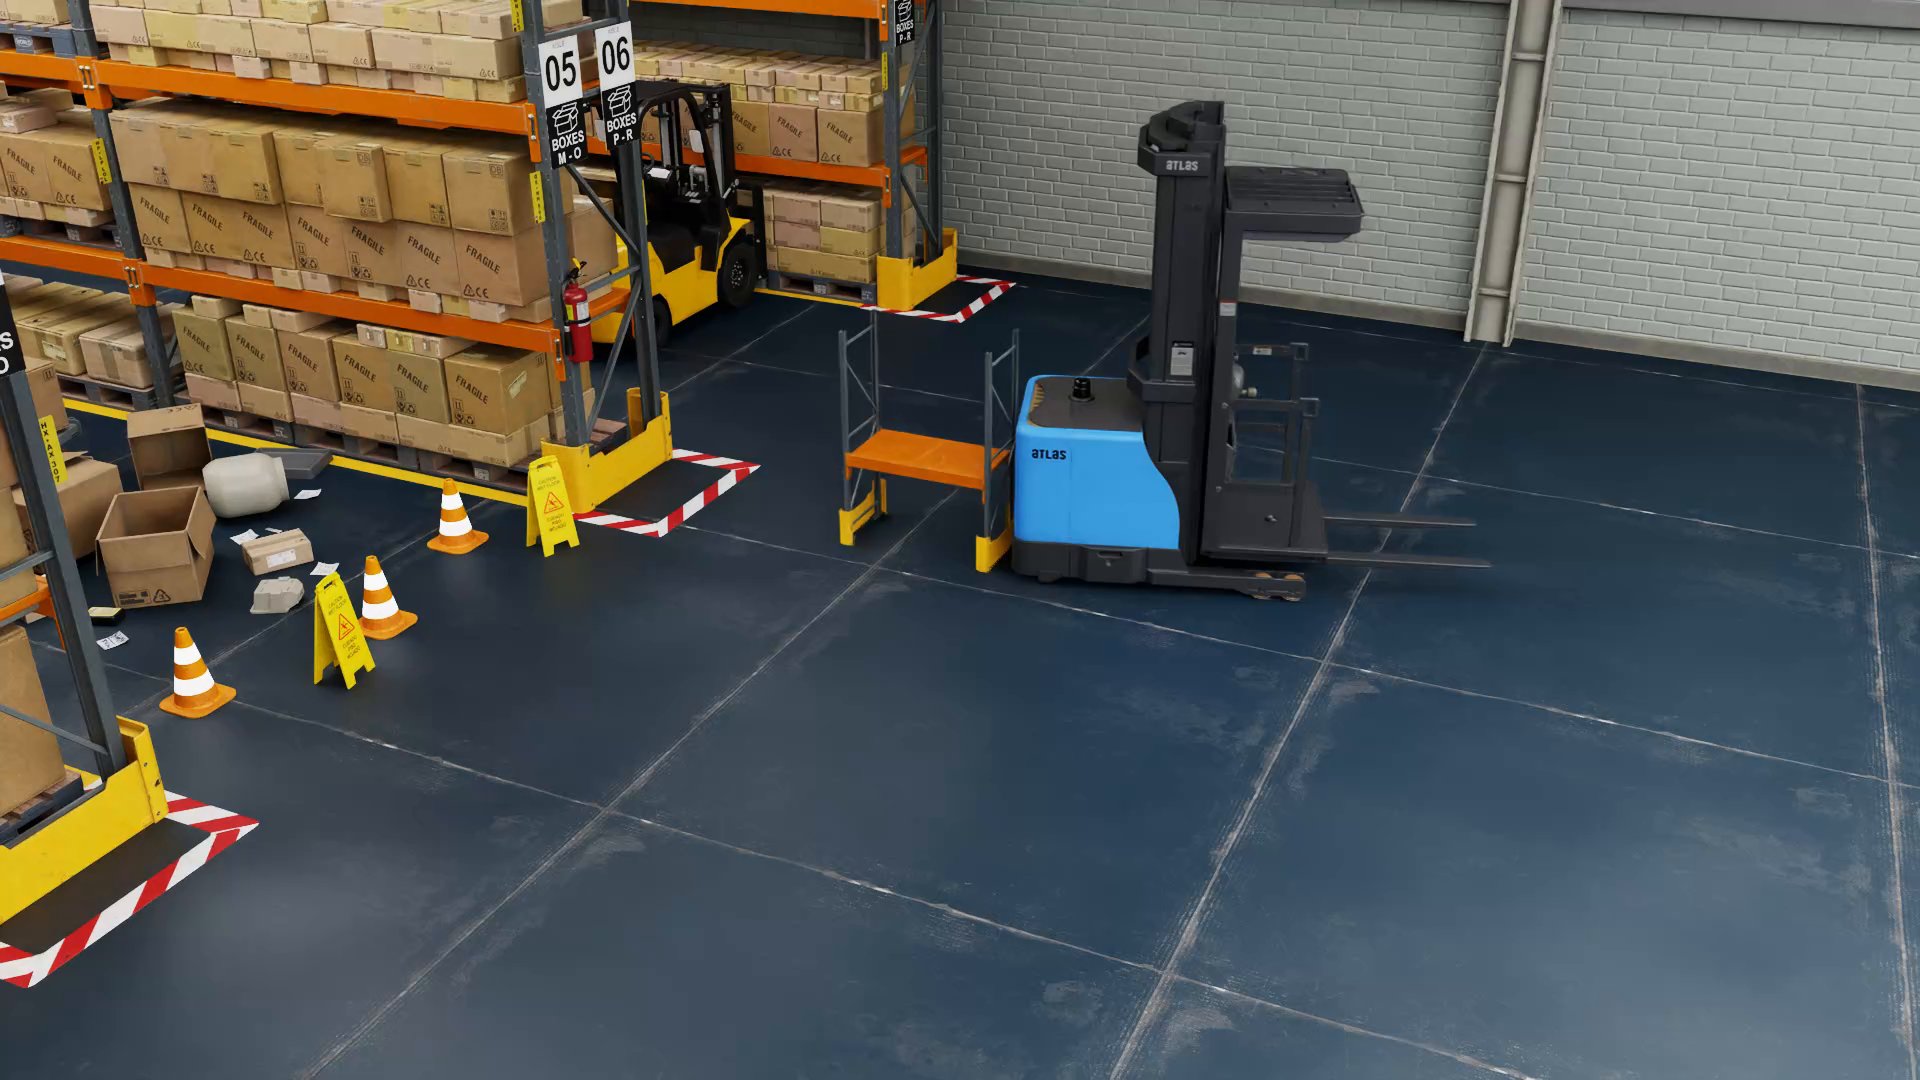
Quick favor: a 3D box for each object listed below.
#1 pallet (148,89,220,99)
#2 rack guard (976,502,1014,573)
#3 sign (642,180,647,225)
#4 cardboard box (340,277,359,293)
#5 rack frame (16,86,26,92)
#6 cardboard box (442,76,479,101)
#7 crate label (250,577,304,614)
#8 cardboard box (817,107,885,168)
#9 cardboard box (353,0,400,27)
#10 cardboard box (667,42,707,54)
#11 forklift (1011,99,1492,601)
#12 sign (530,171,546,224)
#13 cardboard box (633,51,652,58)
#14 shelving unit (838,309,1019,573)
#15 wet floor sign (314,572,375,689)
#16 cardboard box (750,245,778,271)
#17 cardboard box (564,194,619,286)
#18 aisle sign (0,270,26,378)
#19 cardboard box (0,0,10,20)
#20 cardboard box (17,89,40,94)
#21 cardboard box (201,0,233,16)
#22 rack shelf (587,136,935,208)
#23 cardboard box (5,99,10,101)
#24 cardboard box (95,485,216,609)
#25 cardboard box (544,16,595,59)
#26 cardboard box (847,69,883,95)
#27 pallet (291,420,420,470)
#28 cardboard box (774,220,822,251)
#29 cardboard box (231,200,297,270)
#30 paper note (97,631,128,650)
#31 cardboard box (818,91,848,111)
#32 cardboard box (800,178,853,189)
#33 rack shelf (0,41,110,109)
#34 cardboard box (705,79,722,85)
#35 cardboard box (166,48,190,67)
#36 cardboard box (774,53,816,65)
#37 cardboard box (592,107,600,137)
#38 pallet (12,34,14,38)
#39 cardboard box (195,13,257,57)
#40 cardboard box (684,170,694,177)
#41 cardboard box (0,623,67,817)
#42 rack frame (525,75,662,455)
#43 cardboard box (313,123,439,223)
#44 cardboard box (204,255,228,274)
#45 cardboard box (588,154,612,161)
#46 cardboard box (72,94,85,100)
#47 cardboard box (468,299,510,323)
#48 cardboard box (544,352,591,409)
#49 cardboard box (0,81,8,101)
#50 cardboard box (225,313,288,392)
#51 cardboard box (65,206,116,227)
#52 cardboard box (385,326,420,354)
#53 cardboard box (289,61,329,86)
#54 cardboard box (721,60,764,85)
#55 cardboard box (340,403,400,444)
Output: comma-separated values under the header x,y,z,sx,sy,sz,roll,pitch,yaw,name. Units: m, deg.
x,y,z,sx,sy,sz,roll,pitch,yaw,name
-8.360,-5.242,18.788,1.003,0.211,1.213,11,28,22,pallet
0.250,-0.021,11.080,0.087,0.250,0.587,11,28,21,rack guard
-2.258,-2.380,11.778,0.005,0.325,0.100,11,28,22,sign
-4.295,-1.930,12.129,0.250,0.149,0.380,11,28,22,cardboard box
-11.355,-5.964,20.037,0.127,3.000,1.000,11,28,22,rack frame
-3.163,-2.991,10.888,0.250,0.149,0.380,12,28,22,cardboard box
-4.299,0.341,10.473,0.298,0.136,0.250,-2,26,-5,crate label
-0.988,-3.799,15.527,0.500,0.500,0.500,11,28,21,cardboard box
-3.801,-3.524,11.067,0.250,0.149,0.380,11,28,22,cardboard box
-2.717,-4.852,16.594,0.250,0.149,0.380,11,28,21,cardboard box
1.889,-1.178,10.393,3.031,2.935,1.130,3,26,6,forklift
-2.730,-2.215,10.754,0.005,0.325,0.100,11,28,22,sign
-3.202,-4.650,16.184,0.250,0.149,0.380,12,29,23,cardboard box
-0.207,-0.670,10.982,1.083,1.500,0.587,11,28,21,shelving unit
-3.593,0.501,9.572,0.232,0.644,0.267,6,27,13,wet floor sign
-1.890,-2.873,16.397,0.500,0.250,0.500,12,29,22,cardboard box
-2.799,-2.150,11.840,0.500,0.500,0.500,11,28,21,cardboard box
-4.251,-1.038,7.090,0.004,0.787,0.394,11,28,22,aisle sign
-7.174,-4.115,12.579,0.500,0.250,0.500,12,29,22,cardboard box
-11.113,-5.307,19.987,0.250,0.149,0.380,11,28,21,cardboard box
-5.012,-3.735,11.496,0.250,0.149,0.380,10,28,20,cardboard box
-2.252,-3.813,16.482,4.000,0.370,1.077,11,28,22,rack shelf
-7.804,-3.349,13.801,0.500,0.500,0.500,10,28,20,cardboard box
-5.129,0.044,10.662,0.637,0.503,0.797,-7,27,-14,cardboard box
-2.830,-3.384,11.235,0.500,0.250,0.500,11,28,21,cardboard box
-0.844,-4.220,15.311,0.250,0.149,0.380,11,28,22,cardboard box
-4.383,-0.923,12.955,1.213,0.211,1.003,11,28,22,pallet
-1.456,-3.008,16.105,0.500,0.250,0.500,11,28,21,cardboard box
-4.920,-2.311,12.168,0.500,0.500,0.500,11,28,21,cardboard box
-5.126,0.607,10.055,0.142,0.017,0.144,23,35,39,paper note
-1.108,-4.091,15.386,0.250,0.149,0.380,12,29,23,cardboard box
-1.247,-3.427,16.390,0.500,0.250,0.500,11,28,22,cardboard box
-7.944,-3.893,13.250,4.000,0.370,1.077,11,28,22,rack shelf
-2.230,-4.363,15.938,0.250,0.149,0.380,11,28,21,cardboard box
-5.455,-3.511,11.943,0.250,0.149,0.380,11,28,22,cardboard box
-1.588,-4.580,16.042,0.250,0.149,0.380,12,29,23,cardboard box
-3.295,-4.271,16.486,0.500,0.500,0.500,12,29,23,cardboard box
-7.587,-4.110,13.089,1.003,0.211,1.213,11,28,22,pallet
-4.912,-3.539,11.548,0.500,0.250,0.500,12,29,22,cardboard box
-2.843,-3.506,16.550,0.500,0.250,0.500,12,29,24,cardboard box
-5.084,0.903,8.020,0.875,0.875,0.875,12,28,22,cardboard box
-2.482,-1.773,11.526,0.127,3.000,1.000,11,28,22,rack frame
-4.002,-2.553,11.528,0.500,0.500,0.700,11,28,21,cardboard box
-5.464,-2.144,12.562,0.250,0.149,0.380,11,28,22,cardboard box
-3.544,-3.892,17.335,0.500,0.250,0.500,12,29,23,cardboard box
-10.900,-5.371,20.452,0.250,0.149,0.380,10,28,20,cardboard box
-3.188,-1.645,11.549,0.250,0.149,0.380,11,28,21,cardboard box
-3.124,-1.327,12.408,0.500,0.500,0.500,10,28,20,cardboard box
-8.159,-3.708,13.795,0.250,0.149,0.380,10,28,19,cardboard box
-5.206,-1.486,12.731,0.500,0.500,0.500,13,29,24,cardboard box
-6.706,-2.563,12.939,0.250,0.149,0.380,12,29,23,cardboard box
-3.909,-1.485,11.993,0.250,0.149,0.380,12,29,23,cardboard box
-4.340,-3.222,11.357,0.250,0.149,0.380,11,28,21,cardboard box
-2.048,-4.413,15.703,0.250,0.149,0.380,12,29,23,cardboard box
-4.277,-0.959,12.509,0.500,0.250,0.500,10,28,20,cardboard box
